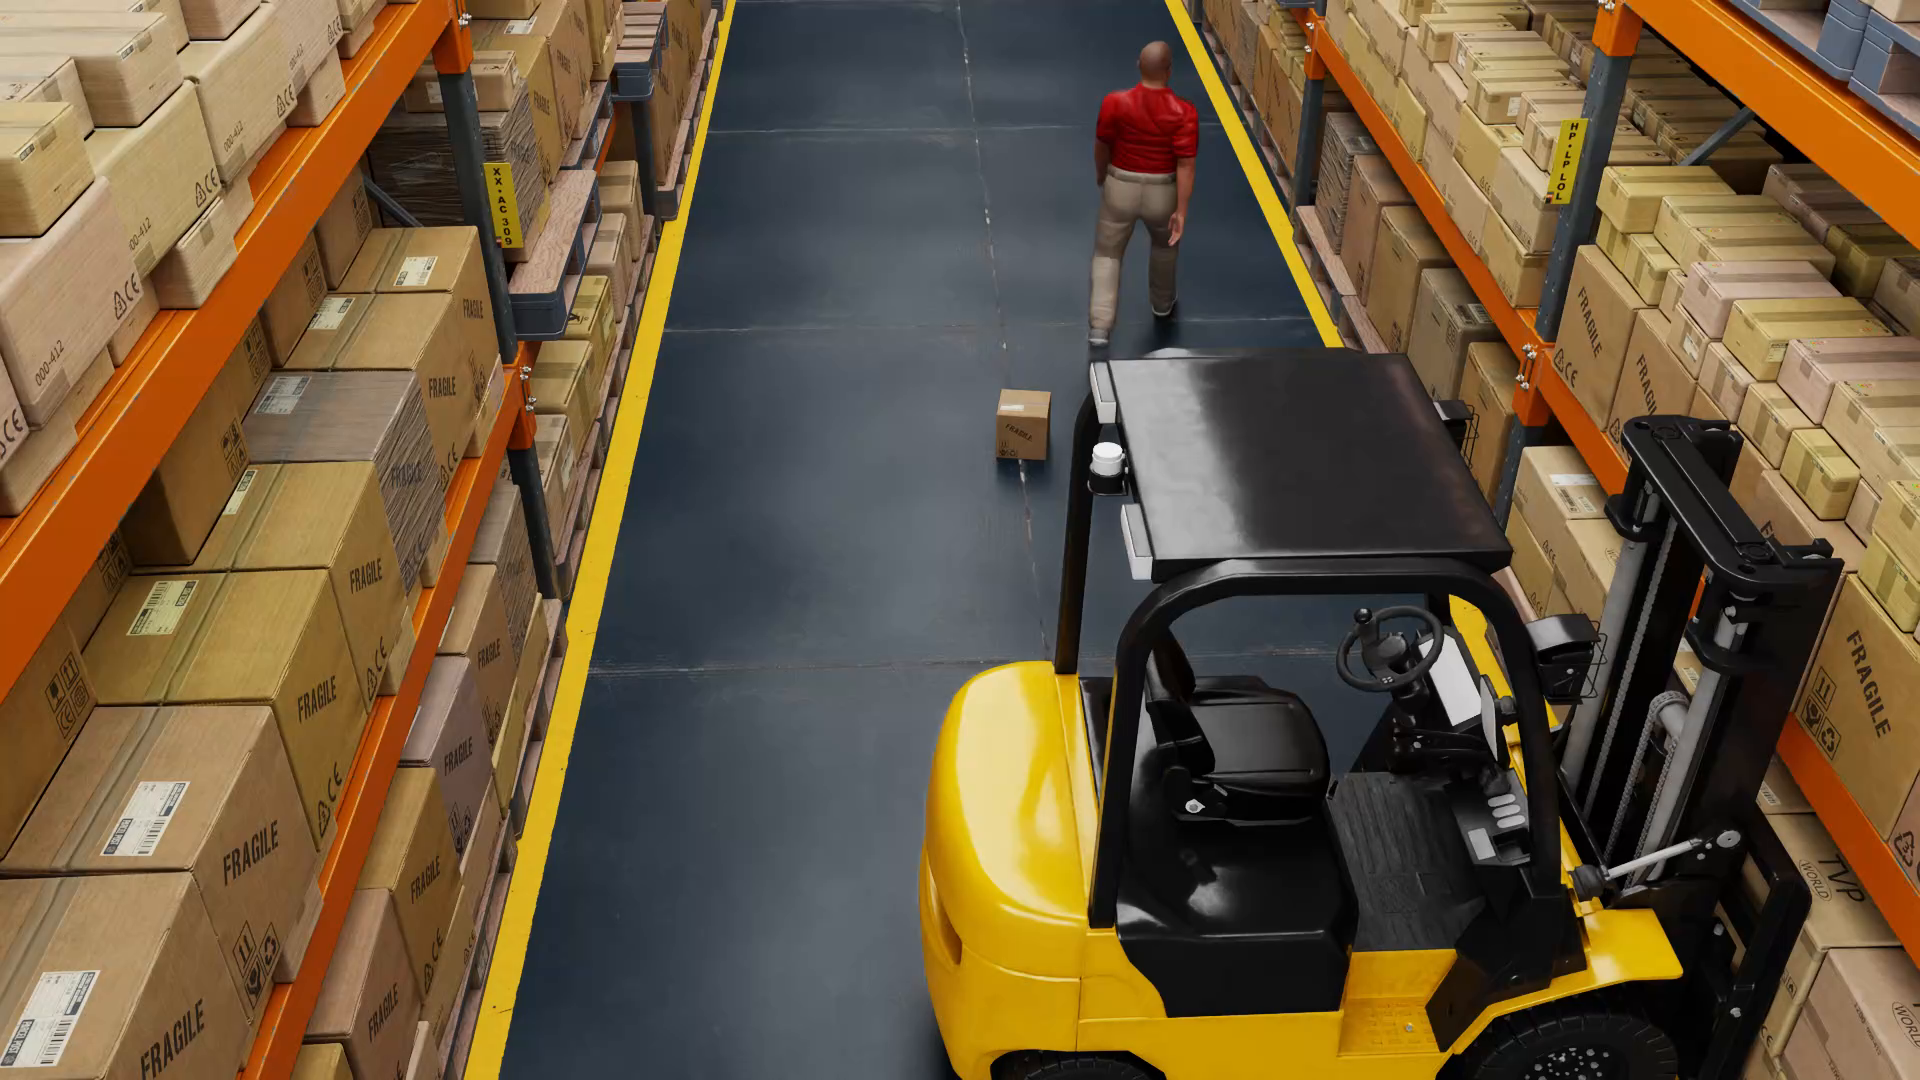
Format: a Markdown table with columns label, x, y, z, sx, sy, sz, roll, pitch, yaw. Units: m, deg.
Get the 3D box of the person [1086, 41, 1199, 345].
| label | x | y | z | sx | sy | sz | roll | pitch | yaw |
| --- | --- | --- | --- | --- | --- | --- | --- | --- | --- |
| person | 0.967 | -1.857 | 8.821 | 0.534 | 1.670 | 0.996 | 4 | 35 | 5 |
